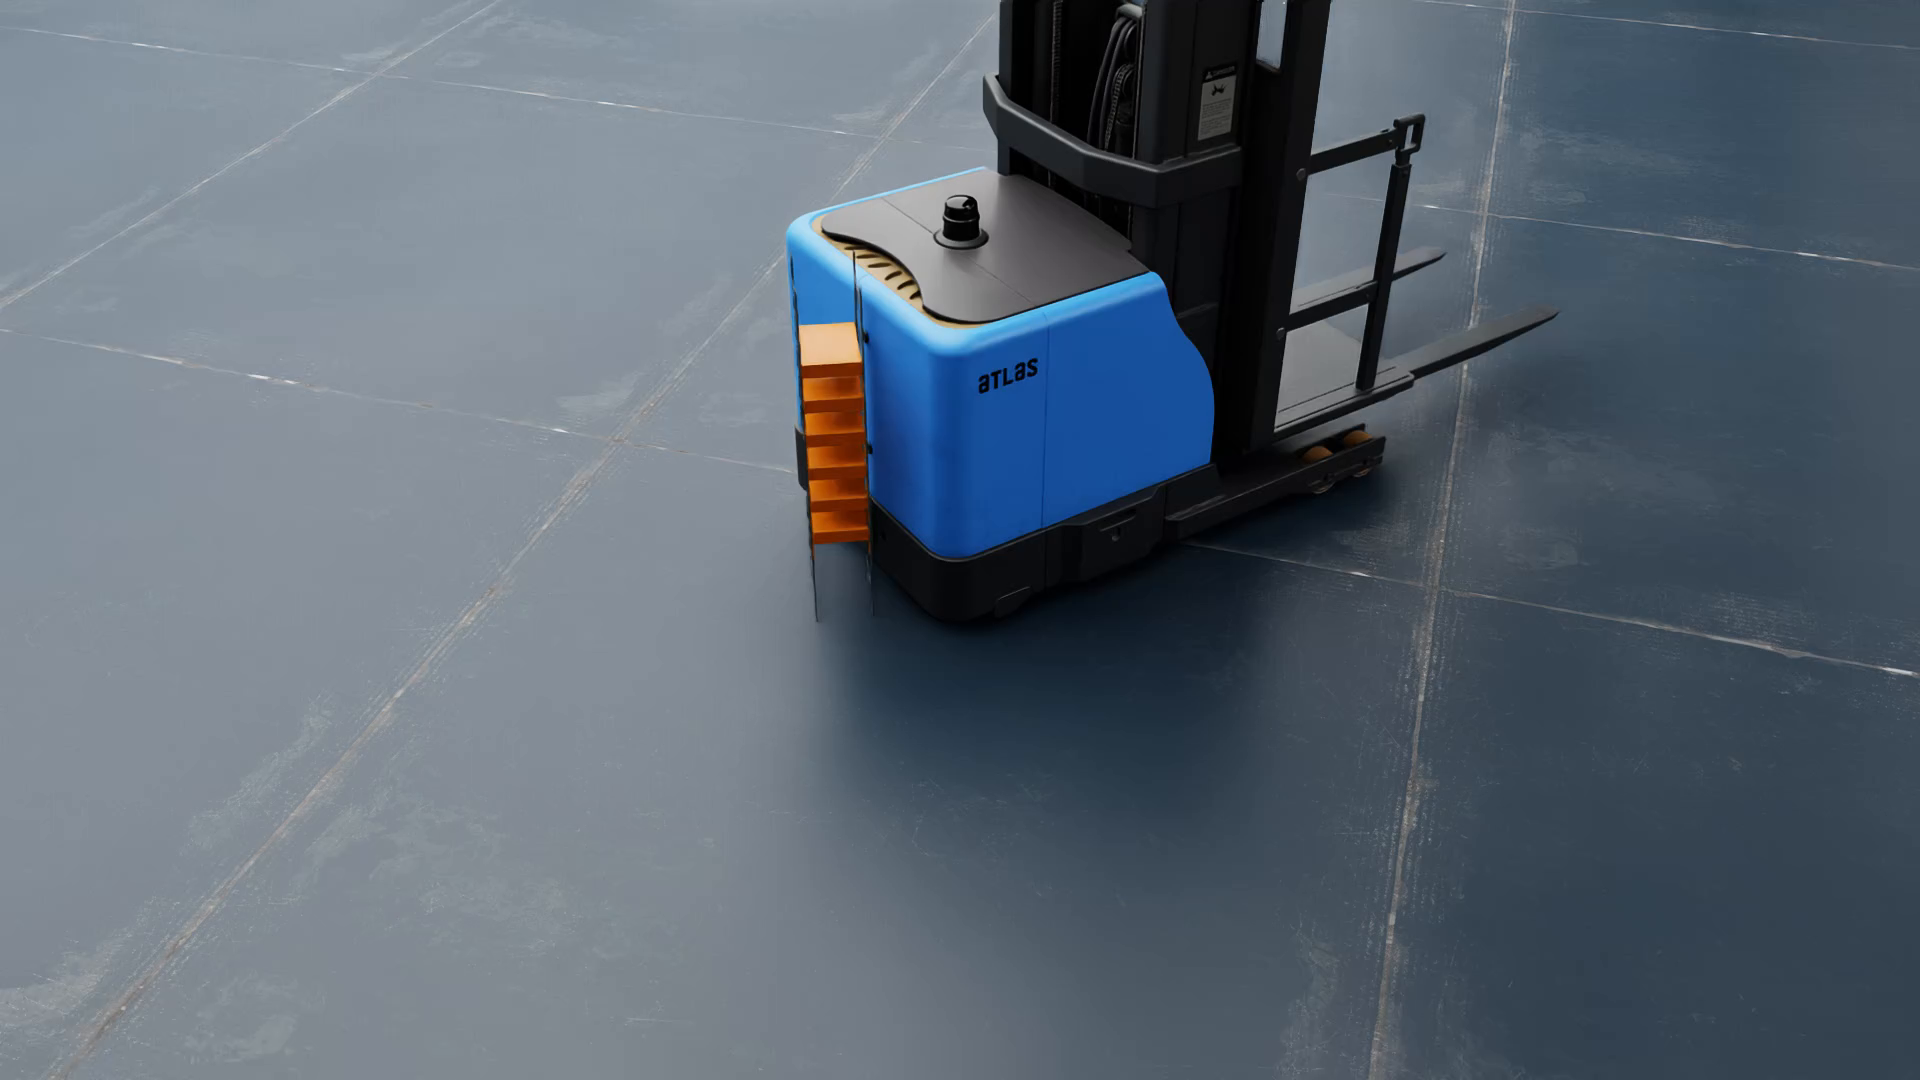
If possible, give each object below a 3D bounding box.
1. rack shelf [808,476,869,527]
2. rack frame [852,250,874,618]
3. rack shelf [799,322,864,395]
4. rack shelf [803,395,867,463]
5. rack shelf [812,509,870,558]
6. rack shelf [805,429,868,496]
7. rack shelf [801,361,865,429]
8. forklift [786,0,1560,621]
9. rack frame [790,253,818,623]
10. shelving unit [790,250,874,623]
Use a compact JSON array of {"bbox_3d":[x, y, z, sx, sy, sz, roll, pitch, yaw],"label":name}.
[{"bbox_3d":[-0.388,-0.160,5.232,0.180,0.103,0.258,-5,37,-6],"label":"rack shelf"},{"bbox_3d":[-0.297,-0.299,5.144,0.006,1.200,0.240,-5,37,-6],"label":"rack frame"},{"bbox_3d":[-0.388,-0.546,4.948,0.180,0.103,0.258,-5,37,-6],"label":"rack shelf"},{"bbox_3d":[-0.388,-0.353,5.090,0.180,0.103,0.258,-5,37,-6],"label":"rack shelf"},{"bbox_3d":[-0.388,-0.063,5.303,0.180,0.103,0.258,-5,37,-6],"label":"rack shelf"},{"bbox_3d":[-0.388,-0.256,5.161,0.180,0.103,0.258,-5,37,-6],"label":"rack shelf"},{"bbox_3d":[-0.388,-0.450,5.019,0.180,0.103,0.258,-5,37,-6],"label":"rack shelf"},{"bbox_3d":[0.939,-1.589,5.437,3.031,2.935,1.130,-21,41,-26],"label":"forklift"},{"bbox_3d":[-0.479,-0.285,5.125,0.006,1.200,0.240,-5,37,-6],"label":"rack frame"},{"bbox_3d":[-0.388,-0.292,5.135,0.189,1.200,0.258,-5,37,-6],"label":"shelving unit"}]
